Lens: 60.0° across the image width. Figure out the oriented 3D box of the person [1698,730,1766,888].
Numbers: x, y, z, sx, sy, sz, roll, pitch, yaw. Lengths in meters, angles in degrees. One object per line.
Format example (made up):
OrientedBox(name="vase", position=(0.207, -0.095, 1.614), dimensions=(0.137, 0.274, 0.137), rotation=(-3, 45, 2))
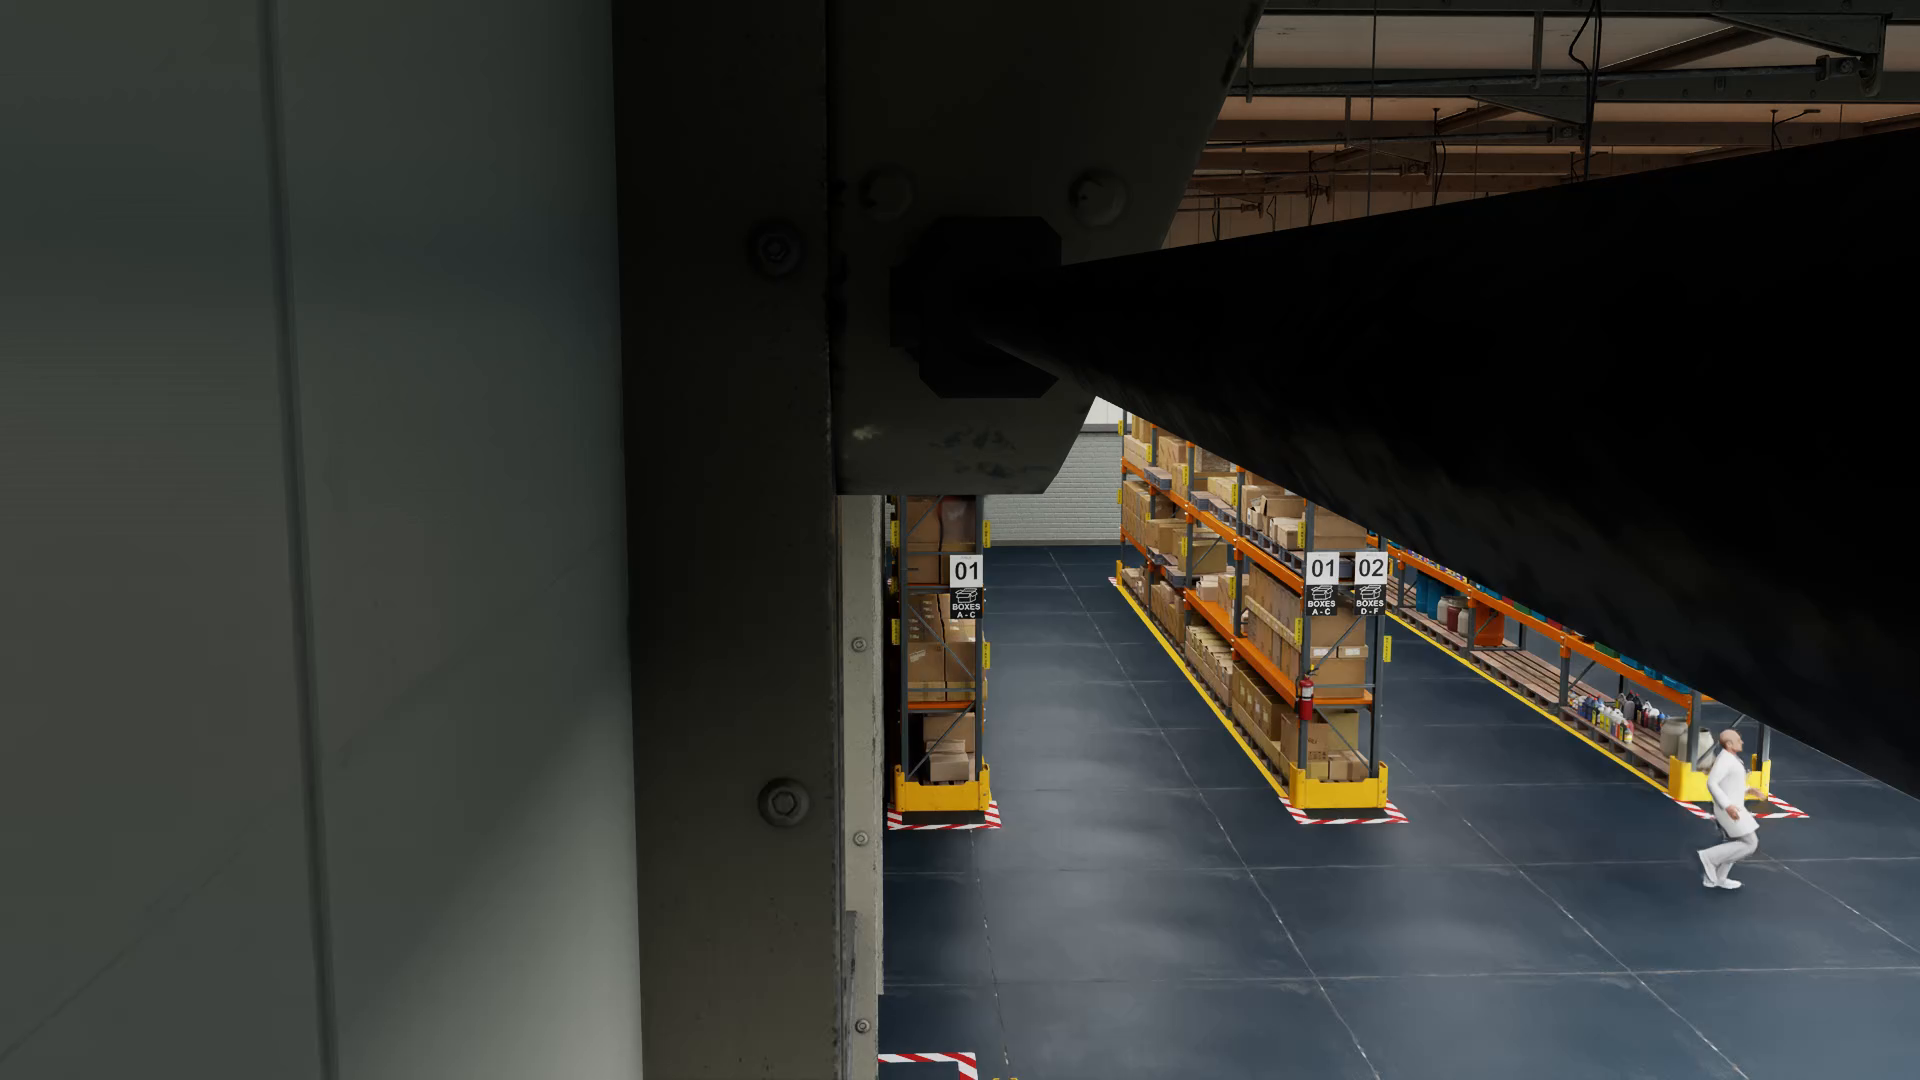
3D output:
OrientedBox(name="person", position=(8.238, 2.879, 17.725), dimensions=(0.624, 1.731, 0.714), rotation=(4, 9, 23))
